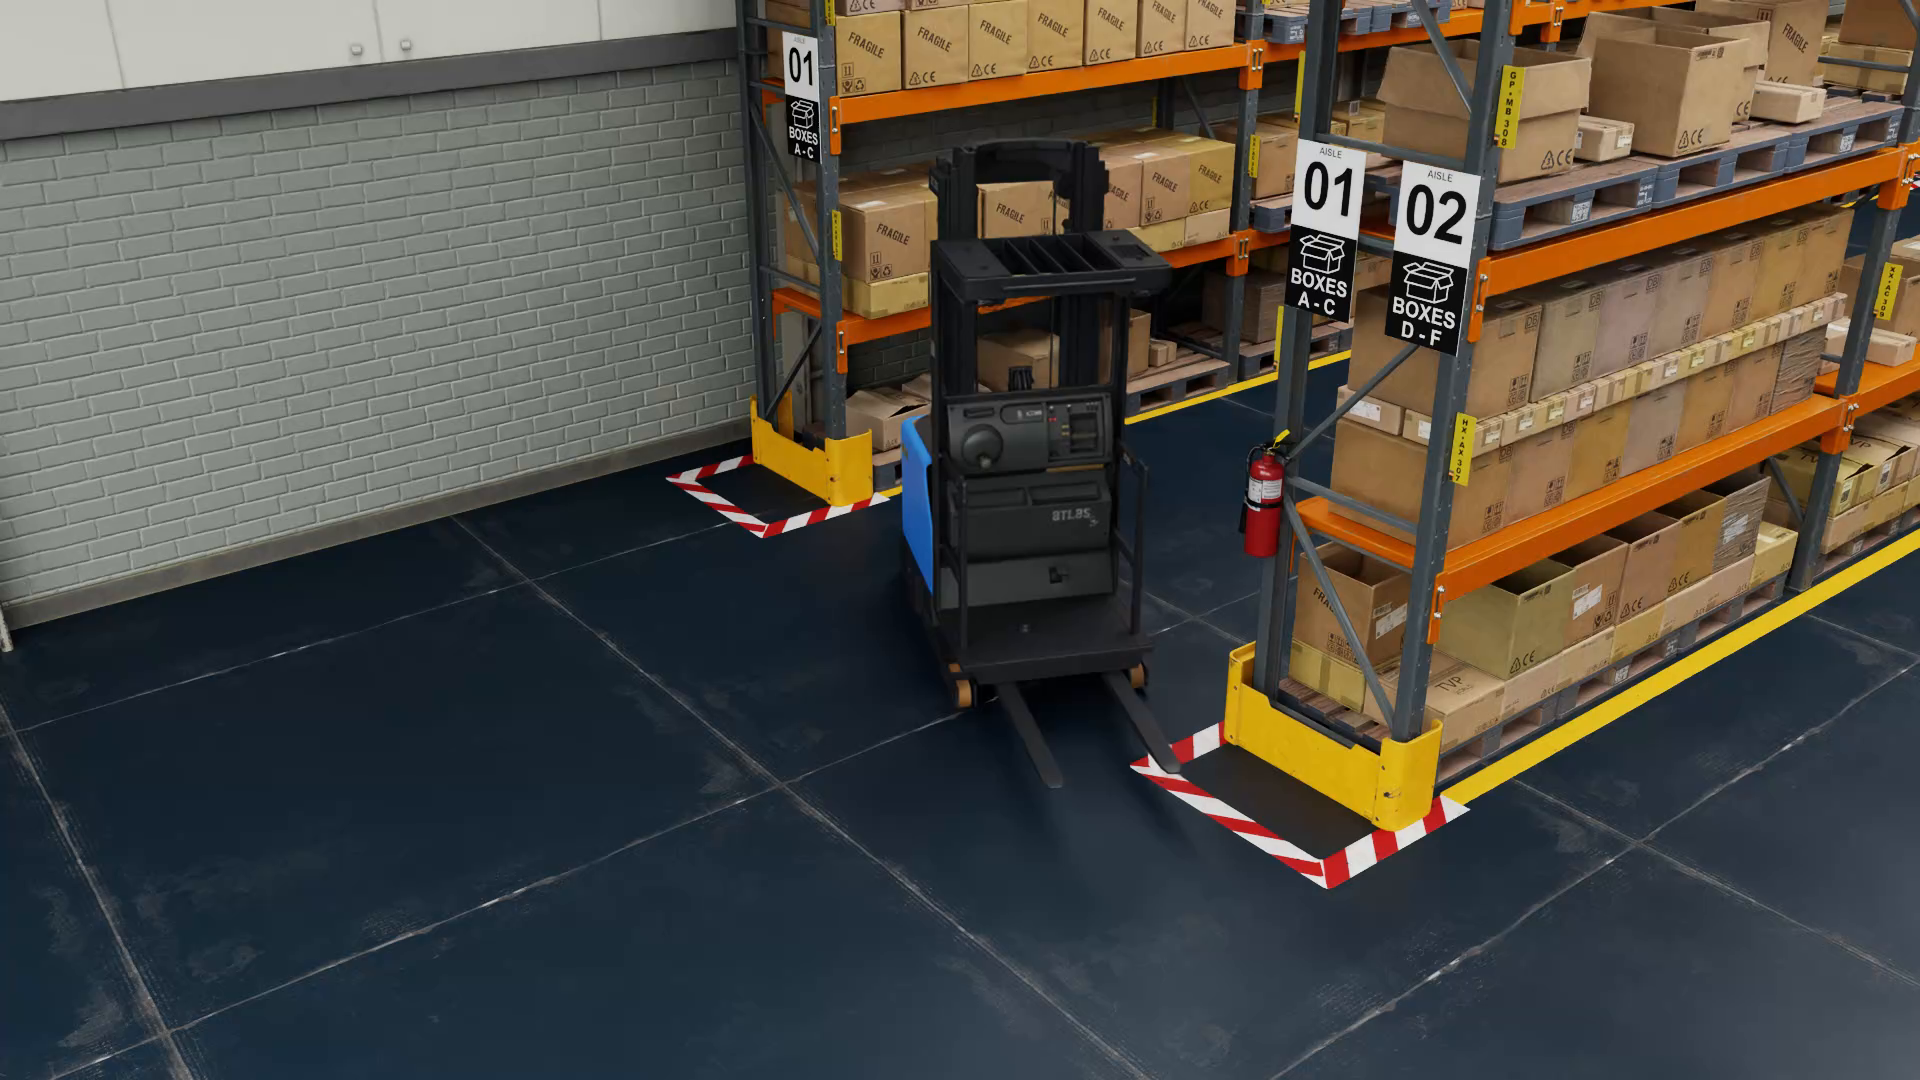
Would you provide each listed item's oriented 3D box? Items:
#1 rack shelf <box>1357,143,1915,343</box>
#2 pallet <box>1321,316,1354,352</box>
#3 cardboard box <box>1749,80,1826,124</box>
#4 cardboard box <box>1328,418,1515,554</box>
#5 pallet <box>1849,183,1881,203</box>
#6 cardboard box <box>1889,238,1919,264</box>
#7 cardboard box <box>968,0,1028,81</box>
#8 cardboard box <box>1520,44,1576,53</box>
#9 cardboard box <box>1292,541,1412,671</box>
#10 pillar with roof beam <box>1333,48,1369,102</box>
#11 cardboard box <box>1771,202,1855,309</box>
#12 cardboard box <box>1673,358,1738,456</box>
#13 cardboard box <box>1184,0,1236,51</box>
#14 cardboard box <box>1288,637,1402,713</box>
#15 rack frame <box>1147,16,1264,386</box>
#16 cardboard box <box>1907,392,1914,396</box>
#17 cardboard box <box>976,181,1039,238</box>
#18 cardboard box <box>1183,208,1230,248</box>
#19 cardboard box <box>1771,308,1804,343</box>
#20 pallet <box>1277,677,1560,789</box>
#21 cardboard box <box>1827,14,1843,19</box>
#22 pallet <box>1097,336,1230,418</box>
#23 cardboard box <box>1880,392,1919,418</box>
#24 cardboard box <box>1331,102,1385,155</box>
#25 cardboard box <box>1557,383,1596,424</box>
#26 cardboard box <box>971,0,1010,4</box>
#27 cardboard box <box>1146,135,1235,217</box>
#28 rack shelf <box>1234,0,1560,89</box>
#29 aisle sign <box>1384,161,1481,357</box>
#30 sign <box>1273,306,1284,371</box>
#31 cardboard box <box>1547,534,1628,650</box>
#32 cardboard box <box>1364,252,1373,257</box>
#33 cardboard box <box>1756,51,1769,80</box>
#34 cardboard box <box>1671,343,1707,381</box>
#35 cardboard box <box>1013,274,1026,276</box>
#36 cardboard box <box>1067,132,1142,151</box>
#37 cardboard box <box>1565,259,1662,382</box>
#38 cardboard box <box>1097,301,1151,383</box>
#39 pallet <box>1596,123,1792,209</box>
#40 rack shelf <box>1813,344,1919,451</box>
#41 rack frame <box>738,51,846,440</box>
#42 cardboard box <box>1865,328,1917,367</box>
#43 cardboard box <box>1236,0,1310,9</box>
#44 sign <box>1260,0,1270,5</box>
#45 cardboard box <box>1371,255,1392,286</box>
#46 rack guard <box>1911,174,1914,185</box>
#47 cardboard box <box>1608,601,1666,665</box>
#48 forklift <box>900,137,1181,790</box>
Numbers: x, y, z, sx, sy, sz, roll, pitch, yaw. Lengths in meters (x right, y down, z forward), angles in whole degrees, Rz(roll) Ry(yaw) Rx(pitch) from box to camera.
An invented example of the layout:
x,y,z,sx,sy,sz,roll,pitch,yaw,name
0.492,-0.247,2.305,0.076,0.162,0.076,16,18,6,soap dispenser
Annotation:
x,y,z,sx,sy,sz,roll,pitch,yaw,name
3.482,-1.716,8.675,4.000,0.370,1.077,-18,31,-34,rack shelf
3.569,-2.097,15.519,1.213,0.211,1.003,-18,31,-34,pallet
4.276,-2.298,8.708,0.250,0.149,0.380,-18,31,-34,cardboard box
2.284,-0.324,8.267,0.500,0.500,0.700,-18,31,-34,cardboard box
10.859,-4.460,20.608,1.213,0.211,1.003,-18,31,-34,pallet
6.479,-1.707,11.247,0.500,0.500,0.500,-18,30,-34,cardboard box
0.117,-3.485,11.490,0.500,0.500,0.500,-17,30,-32,cardboard box
5.751,-4.747,16.528,0.500,0.250,0.500,-19,31,-36,cardboard box
2.147,0.317,8.881,0.500,0.500,0.500,-18,31,-34,cardboard box
6.244,-5.124,11.601,0.400,9.000,9.100,-18,31,-34,pillar with roof beam
4.711,-1.717,9.727,0.500,0.500,0.700,-18,30,-34,cardboard box
3.903,-0.861,9.423,0.500,0.500,0.700,-18,30,-33,cardboard box
1.750,-4.042,12.691,0.500,0.500,0.500,-17,30,-33,cardboard box
2.148,0.658,9.037,0.500,0.250,0.500,-18,31,-34,cardboard box
1.997,-2.841,13.808,0.127,3.000,1.000,-18,31,-34,rack frame
6.800,-1.128,12.218,0.500,0.311,0.500,-19,31,-35,cardboard box
0.216,-2.365,12.046,0.500,0.500,0.500,-19,31,-36,cardboard box
1.811,-2.559,13.354,0.500,0.250,0.500,-18,30,-34,cardboard box
4.574,-1.266,9.526,0.250,0.149,0.380,-19,31,-35,cardboard box
2.485,0.890,9.080,1.213,0.211,1.003,-18,31,-34,pallet
11.044,-5.958,20.169,0.700,0.700,0.980,-17,30,-32,cardboard box
1.490,-1.390,13.994,1.213,0.211,1.003,-18,31,-34,pallet
6.744,-0.823,11.562,0.500,0.311,0.500,-17,30,-33,cardboard box
3.361,-3.531,14.654,0.500,0.500,0.700,-14,28,-27,cardboard box
2.953,-0.731,8.372,0.250,0.149,0.380,-19,31,-35,cardboard box
0.124,-3.940,11.284,0.500,0.500,0.500,-17,30,-33,cardboard box
1.815,-2.897,13.192,0.500,0.500,0.500,-18,31,-34,cardboard box
3.570,-4.395,14.448,4.000,0.370,1.077,-18,31,-34,rack shelf
2.046,-1.222,7.233,0.004,0.787,0.394,-18,31,-34,aisle sign
1.585,-0.978,8.137,0.005,0.325,0.100,-18,31,-34,sign
3.246,0.225,9.080,0.500,0.500,0.500,-18,31,-34,cardboard box
3.721,-2.819,15.317,0.500,0.250,0.500,-18,31,-34,cardboard box
4.072,-2.591,9.148,0.500,0.311,0.500,-20,32,-37,cardboard box
3.767,-1.000,8.951,0.250,0.149,0.380,-17,30,-32,cardboard box
0.233,-2.034,12.225,0.500,0.250,0.500,-19,31,-35,cardboard box
1.089,-2.936,13.277,0.500,0.500,0.500,-18,31,-34,cardboard box
3.132,-1.196,8.604,0.500,0.500,0.700,-18,30,-34,cardboard box
1.205,-1.624,13.632,0.500,0.500,0.500,-21,32,-38,cardboard box
3.442,-1.976,8.487,1.213,0.211,1.003,-18,31,-34,pallet
6.630,-1.394,11.545,4.000,0.370,1.077,-18,31,-34,rack shelf
-1.151,-1.802,11.569,0.127,3.000,1.000,-18,31,-34,rack frame
5.880,-1.249,10.677,0.250,0.149,0.380,-18,31,-34,cardboard box
2.476,-4.553,13.316,0.500,0.500,0.500,-14,28,-27,cardboard box
2.337,-4.258,12.685,0.005,0.325,0.100,-18,31,-34,sign
3.759,-2.508,15.537,0.500,0.500,0.700,-18,31,-34,cardboard box
11.459,-4.831,21.064,0.348,0.500,1.175,-18,31,-34,rack guard
3.649,0.440,9.506,0.500,0.250,0.500,-18,31,-34,cardboard box
0.438,-0.567,8.990,1.130,2.935,3.031,-5,25,-11,forklift
